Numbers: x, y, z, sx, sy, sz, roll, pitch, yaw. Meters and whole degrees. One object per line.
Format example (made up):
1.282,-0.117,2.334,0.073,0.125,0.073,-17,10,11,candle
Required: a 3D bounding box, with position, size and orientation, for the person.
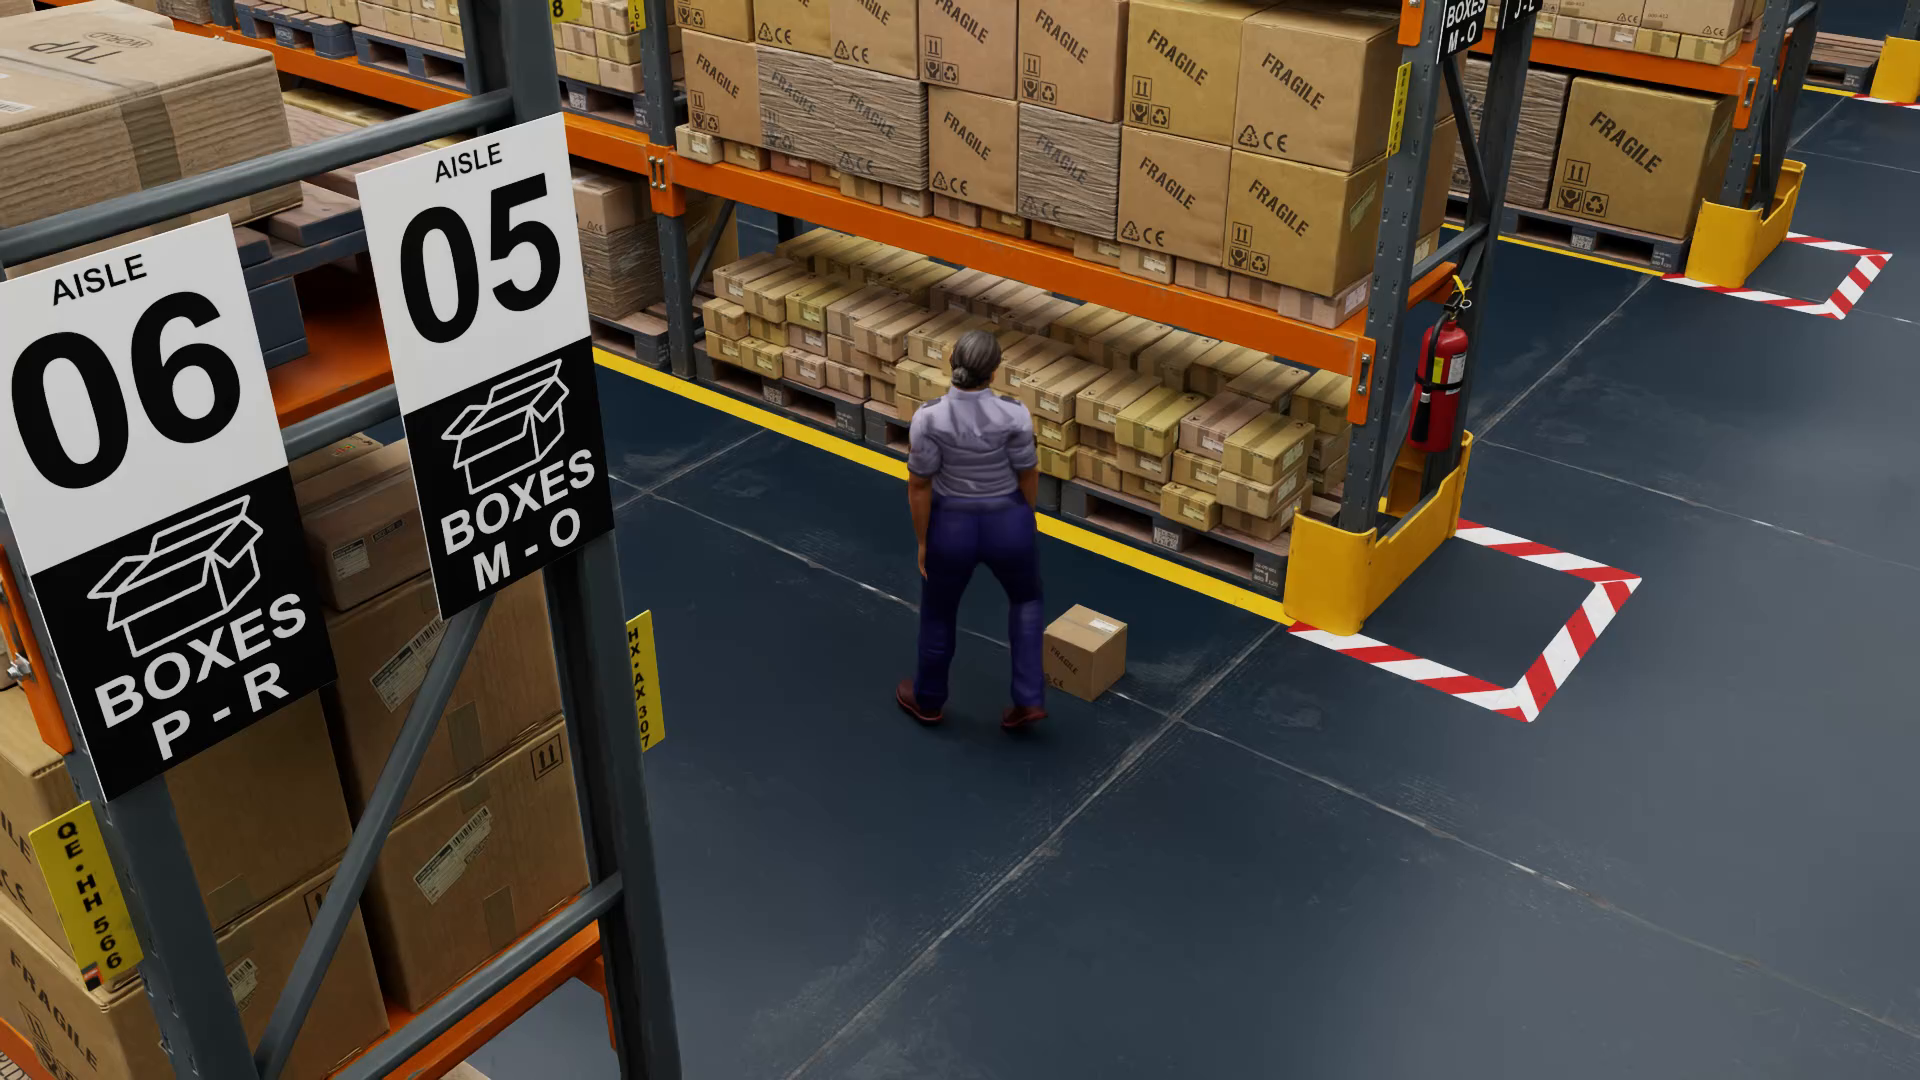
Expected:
0.041,-0.002,6.119,0.597,1.657,0.430,0,31,1,person
